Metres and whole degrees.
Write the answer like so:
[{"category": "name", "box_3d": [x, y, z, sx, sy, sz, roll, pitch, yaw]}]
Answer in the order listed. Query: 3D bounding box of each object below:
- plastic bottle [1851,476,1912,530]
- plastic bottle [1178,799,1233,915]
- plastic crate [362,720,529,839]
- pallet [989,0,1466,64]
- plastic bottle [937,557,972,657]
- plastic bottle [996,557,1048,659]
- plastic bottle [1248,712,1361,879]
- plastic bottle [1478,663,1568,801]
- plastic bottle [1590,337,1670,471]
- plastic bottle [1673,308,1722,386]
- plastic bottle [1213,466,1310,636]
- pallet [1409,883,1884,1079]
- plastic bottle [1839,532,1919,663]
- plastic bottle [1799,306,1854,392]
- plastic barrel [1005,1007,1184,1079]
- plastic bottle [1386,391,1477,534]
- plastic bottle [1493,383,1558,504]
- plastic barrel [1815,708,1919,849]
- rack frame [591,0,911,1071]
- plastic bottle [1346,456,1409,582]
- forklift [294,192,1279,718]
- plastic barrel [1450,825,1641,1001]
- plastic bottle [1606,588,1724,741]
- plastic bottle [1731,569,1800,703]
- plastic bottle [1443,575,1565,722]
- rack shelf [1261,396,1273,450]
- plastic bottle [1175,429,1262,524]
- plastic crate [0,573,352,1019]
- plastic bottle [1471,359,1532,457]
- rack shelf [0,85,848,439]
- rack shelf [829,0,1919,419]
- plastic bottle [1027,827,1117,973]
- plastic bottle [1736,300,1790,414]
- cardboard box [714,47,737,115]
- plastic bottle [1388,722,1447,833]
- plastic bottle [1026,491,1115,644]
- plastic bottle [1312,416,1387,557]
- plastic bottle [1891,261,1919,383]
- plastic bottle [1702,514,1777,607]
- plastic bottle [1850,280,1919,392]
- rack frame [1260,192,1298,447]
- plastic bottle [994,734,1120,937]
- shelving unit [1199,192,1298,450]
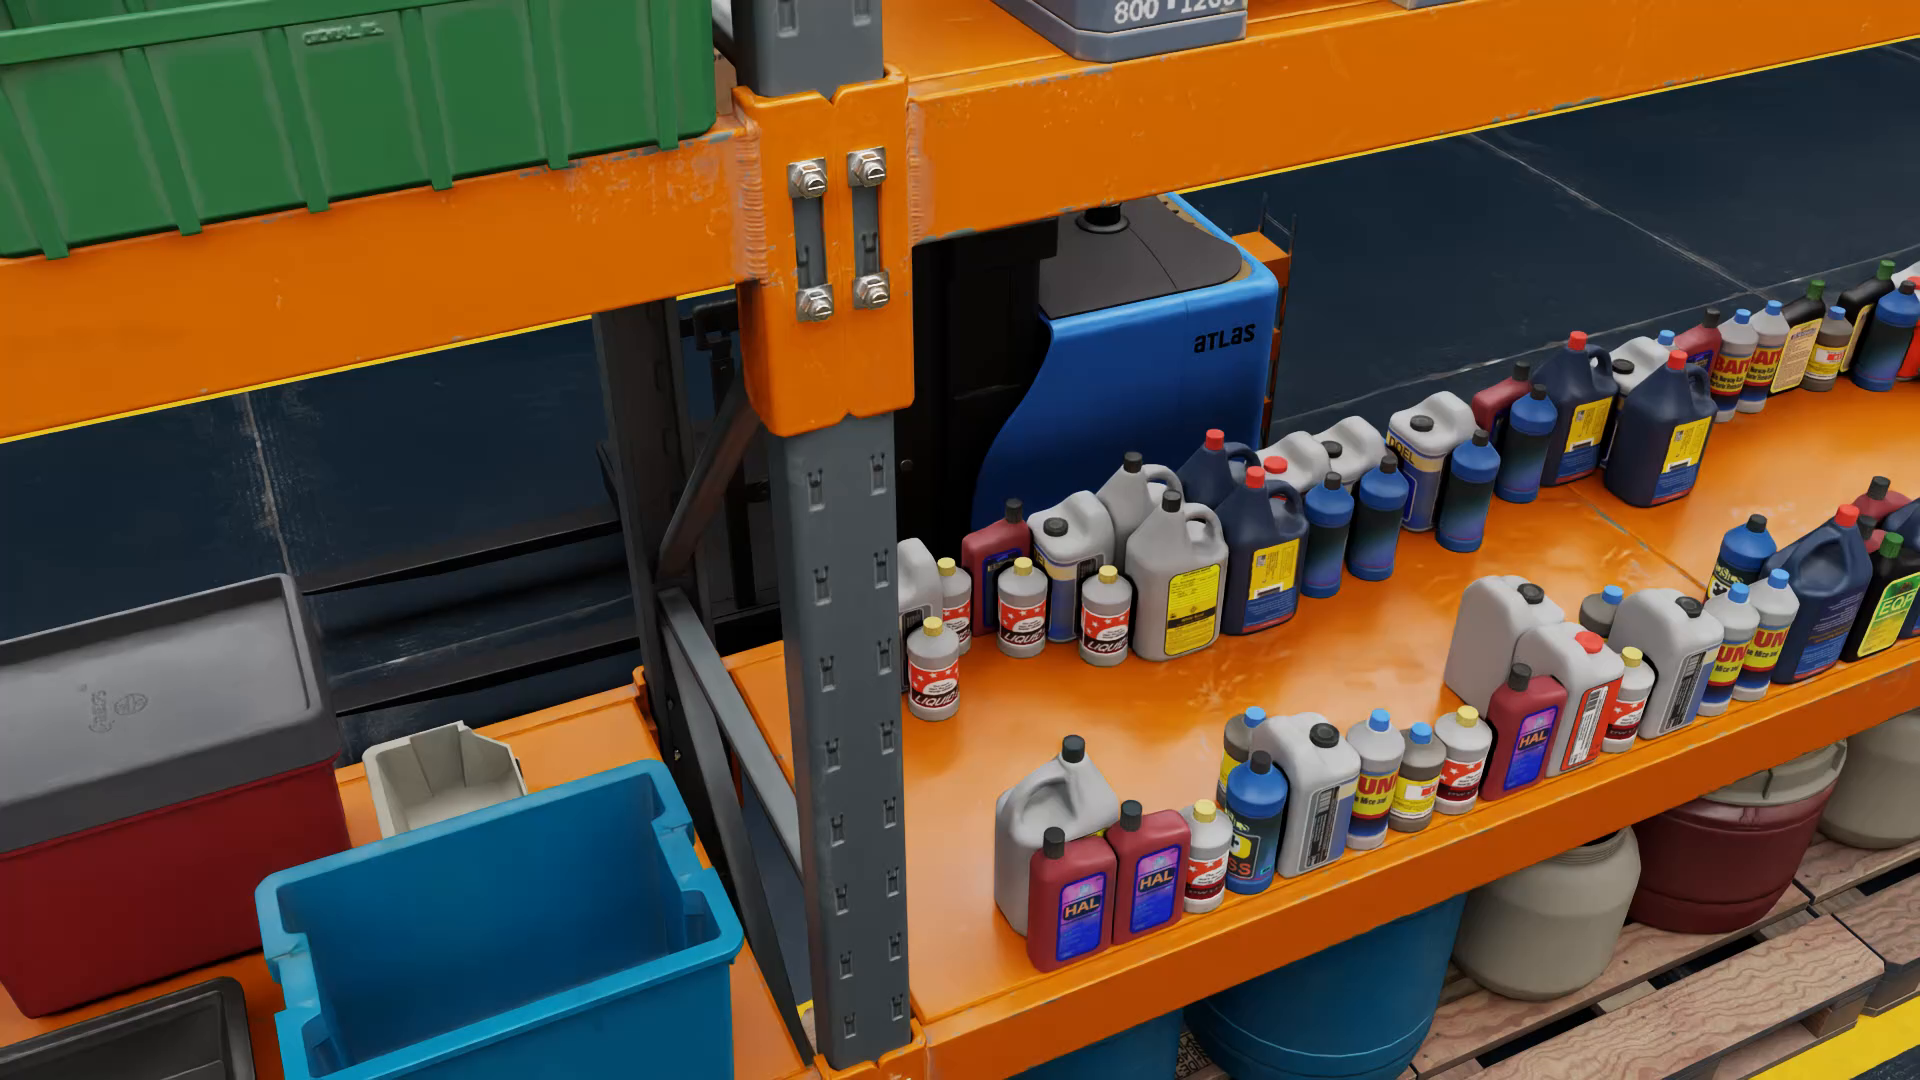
[{"category": "plastic bottle", "box_3d": [1.834, -0.012, 3.346, 0.133, 0.283, 0.061, -16, 39, -20]}, {"category": "plastic bottle", "box_3d": [0.392, 0.507, 2.715, 0.097, 0.201, 0.097, 0, 37, 0]}, {"category": "plastic crate", "box_3d": [-0.821, 0.485, 2.749, 0.243, 0.136, 0.396, -16, 39, -20]}, {"category": "pallet", "box_3d": [0.329, -1.017, 2.244, 1.003, 0.211, 1.213, -16, 39, -20]}, {"category": "plastic bottle", "box_3d": [-0.026, 0.124, 3.231, 0.097, 0.201, 0.097, 0, 37, 0]}, {"category": "plastic bottle", "box_3d": [0.121, 0.123, 3.233, 0.097, 0.201, 0.097, 0, 37, 0]}, {"category": "plastic bottle", "box_3d": [0.573, 0.408, 2.786, 0.135, 0.276, 0.152, -16, 39, -20]}, {"category": "plastic bottle", "box_3d": [0.978, 0.322, 2.896, 0.133, 0.283, 0.061, -16, 39, -20]}, {"category": "plastic bottle", "box_3d": [1.498, -0.314, 3.759, 0.135, 0.276, 0.152, -16, 39, -20]}, {"category": "plastic bottle", "box_3d": [1.688, -0.400, 3.869, 0.133, 0.283, 0.061, -16, 39, -20]}, {"category": "plastic bottle", "box_3d": [0.583, 0.004, 3.268, 0.185, 0.351, 0.144, -16, 39, -20]}, {"category": "pallet", "box_3d": [1.483, 0.999, 4.226, 1.213, 0.211, 1.003, -16, 39, -20]}, {"category": "plastic bottle", "box_3d": [1.775, 0.099, 3.196, 0.133, 0.283, 0.061, -16, 39, -20]}, {"category": "plastic bottle", "box_3d": [2.097, -0.469, 4.032, 0.097, 0.201, 0.097, 0, 37, 0]}, {"category": "plastic barrel", "box_3d": [0.161, 0.908, 3.416, 0.708, 0.901, 0.600, -16, 39, -20]}, {"category": "plastic bottle", "box_3d": [1.000, -0.174, 3.571, 0.135, 0.276, 0.152, -16, 39, -20]}, {"category": "plastic bottle", "box_3d": [1.240, -0.218, 3.634, 0.097, 0.271, 0.097, 0, 37, 0]}, {"category": "plastic barrel", "box_3d": [2.373, 0.505, 4.287, 0.421, 0.512, 0.421, 0, 37, 0]}, {"category": "rack frame", "box_3d": [-0.339, 0.363, 2.743, 0.127, 3.000, 1.000, -16, 39, -20]}, {"category": "plastic bottle", "box_3d": [0.860, -0.051, 3.409, 0.097, 0.271, 0.097, 0, 37, 0]}, {"category": "forklift", "box_3d": [-0.580, -1.031, 4.680, 3.031, 2.935, 1.130, -14, 39, -18]}, {"category": "plastic barrel", "box_3d": [1.351, 0.791, 3.902, 0.421, 0.512, 0.421, 0, 37, 0]}, {"category": "plastic bottle", "box_3d": [1.290, 0.208, 3.056, 0.135, 0.276, 0.152, -16, 39, -20]}, {"category": "plastic bottle", "box_3d": [1.495, 0.170, 3.110, 0.097, 0.271, 0.097, 0, 37, 0]}, {"category": "plastic bottle", "box_3d": [1.016, 0.184, 3.088, 0.135, 0.276, 0.152, -16, 39, -20]}, {"category": "rack shelf", "box_3d": [0.944, -0.424, 5.924, 0.240, 0.259, 0.215, -14, 39, -18]}, {"category": "plastic bottle", "box_3d": [0.522, -0.073, 3.372, 0.185, 0.351, 0.144, -16, 39, -20]}, {"category": "plastic crate", "box_3d": [-1.254, 0.404, 2.584, 0.583, 0.464, 0.402, -16, 39, -20]}, {"category": "plastic bottle", "box_3d": [1.190, -0.261, 3.681, 0.133, 0.283, 0.061, -16, 39, -20]}, {"category": "rack shelf", "box_3d": [-2.149, -0.047, 1.381, 4.000, 0.370, 1.077, -16, 39, -20]}, {"category": "rack shelf", "box_3d": [1.472, -1.059, 2.746, 4.000, 0.370, 1.077, -16, 39, -20]}, {"category": "plastic bottle", "box_3d": [0.174, 0.547, 2.593, 0.133, 0.283, 0.061, -16, 39, -20]}, {"category": "plastic bottle", "box_3d": [1.888, -0.439, 3.932, 0.097, 0.271, 0.097, 0, 37, 0]}, {"category": "cardboard box", "box_3d": [-1.064, -2.023, 7.391, 0.875, 0.875, 1.225, -17, 40, -21]}, {"category": "plastic bottle", "box_3d": [0.778, 0.399, 2.861, 0.097, 0.201, 0.097, 0, 37, 0]}, {"category": "plastic bottle", "box_3d": [0.211, 0.046, 3.274, 0.135, 0.276, 0.152, -16, 39, -20]}, {"category": "plastic bottle", "box_3d": [0.790, -0.116, 3.492, 0.135, 0.276, 0.152, -16, 39, -20]}, {"category": "plastic bottle", "box_3d": [2.334, -0.548, 4.075, 0.135, 0.276, 0.152, -16, 39, -20]}, {"category": "plastic bottle", "box_3d": [1.522, 0.068, 3.248, 0.097, 0.271, 0.097, 0, 37, 0]}, {"category": "plastic bottle", "box_3d": [2.244, -0.498, 4.012, 0.097, 0.271, 0.097, 0, 37, 0]}, {"category": "rack frame", "box_3d": [1.056, -0.684, 5.791, 0.008, 1.050, 0.200, -14, 39, -18]}, {"category": "plastic bottle", "box_3d": [0.154, 0.458, 2.656, 0.185, 0.351, 0.144, -16, 39, -20]}, {"category": "shelving unit", "box_3d": [0.944, -0.655, 5.752, 0.252, 1.050, 0.215, -14, 39, -18]}]
